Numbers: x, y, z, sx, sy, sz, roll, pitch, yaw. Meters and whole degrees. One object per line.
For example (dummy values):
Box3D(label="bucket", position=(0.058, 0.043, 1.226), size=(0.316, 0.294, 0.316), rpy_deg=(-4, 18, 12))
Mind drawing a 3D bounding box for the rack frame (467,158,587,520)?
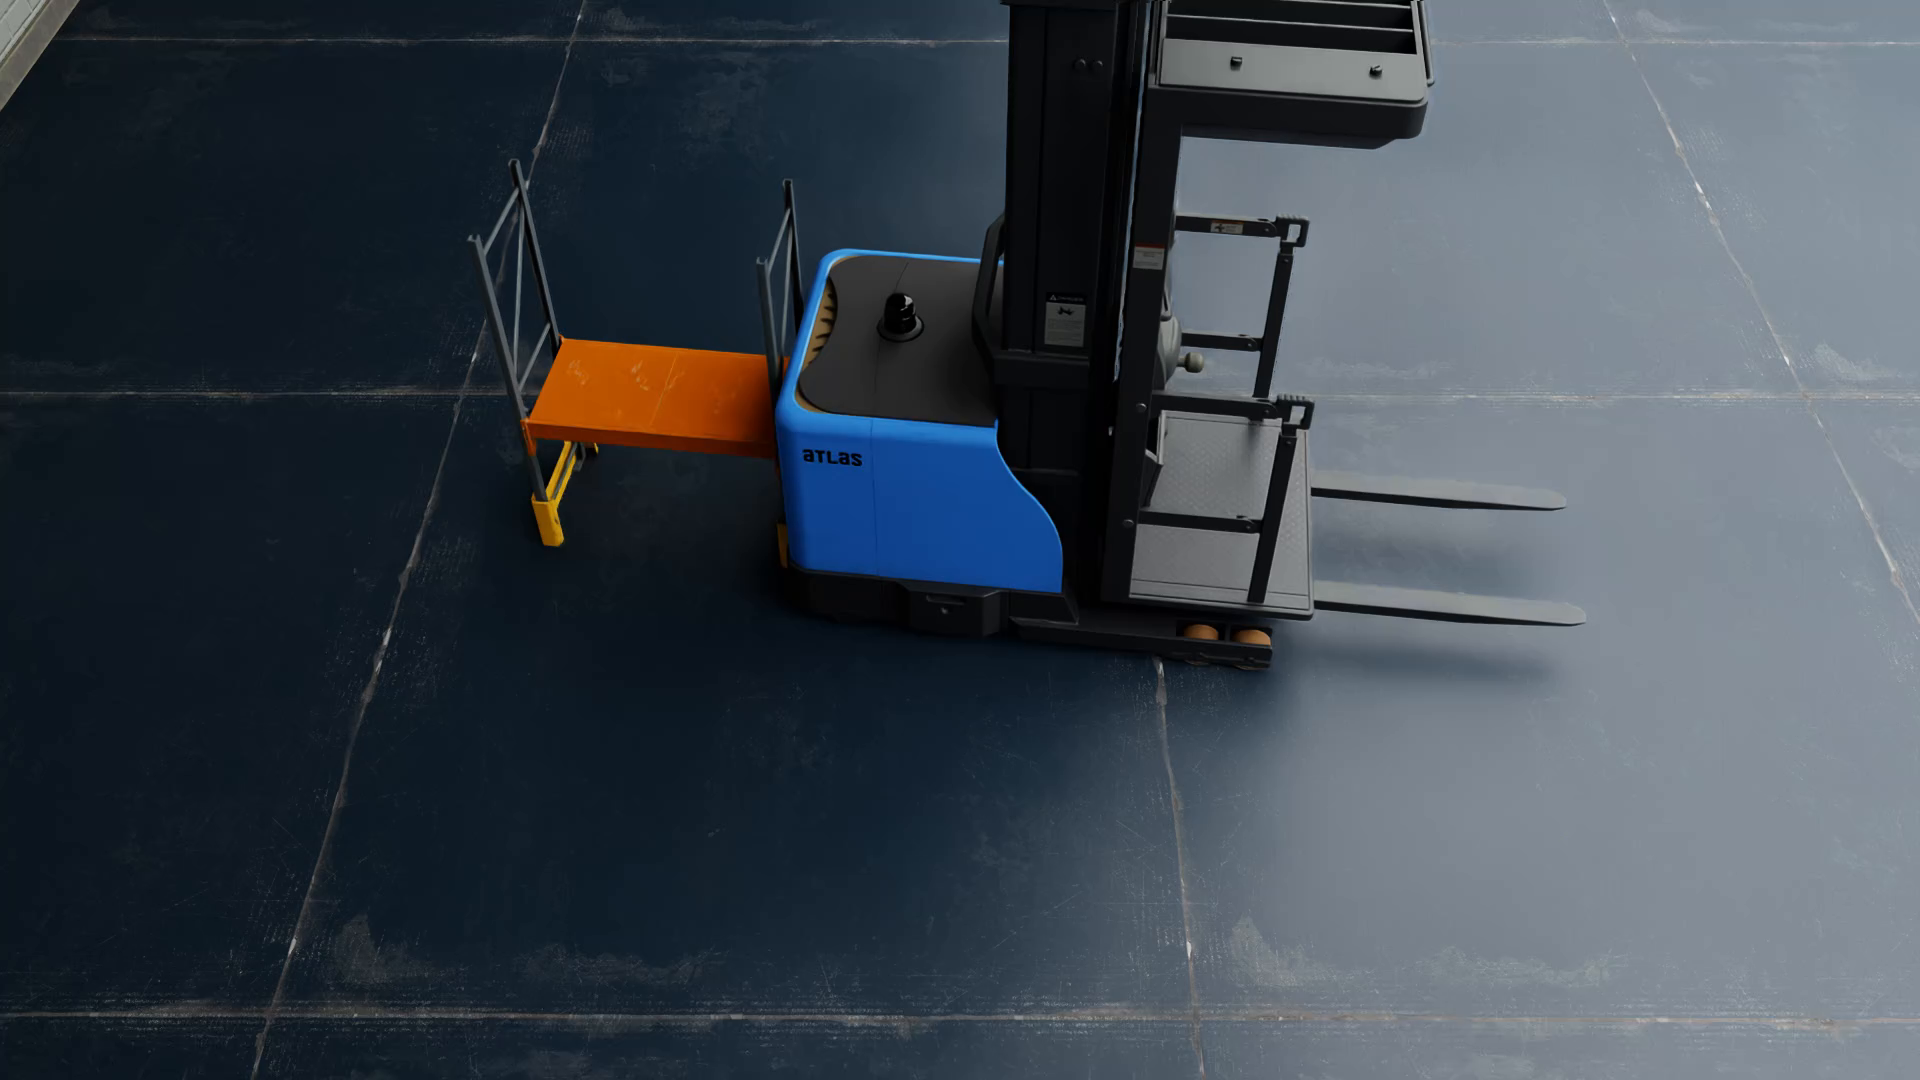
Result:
Box3D(label="rack frame", position=(-1.658, -0.702, 6.459), size=(0.032, 1.500, 0.500), rpy_deg=(5, 47, 5))

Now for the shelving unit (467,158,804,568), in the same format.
Box3D(label="shelving unit", position=(-1.144, -0.655, 6.416), size=(1.083, 1.500, 0.587), rpy_deg=(5, 47, 5))

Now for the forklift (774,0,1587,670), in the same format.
Box3D(label="forklift", position=(0.890, -0.917, 5.682), size=(3.031, 2.935, 1.130), rpy_deg=(5, 47, 5))

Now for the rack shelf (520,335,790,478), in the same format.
Box3D(label="rack shelf", position=(-1.153, -0.533, 6.548), size=(1.000, 0.185, 0.538), rpy_deg=(5, 47, 5))

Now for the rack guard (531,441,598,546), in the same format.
Box3D(label="rack guard", position=(-1.639, -0.274, 6.915), size=(0.087, 0.250, 0.587), rpy_deg=(5, 47, 5))

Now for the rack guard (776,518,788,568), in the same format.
Box3D(label="rack guard", position=(-0.650, -0.184, 6.831), size=(0.087, 0.250, 0.587), rpy_deg=(5, 47, 5))

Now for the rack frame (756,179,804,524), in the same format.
Box3D(label="rack frame", position=(-0.649, -0.609, 6.373), size=(0.032, 1.500, 0.500), rpy_deg=(5, 47, 5))
